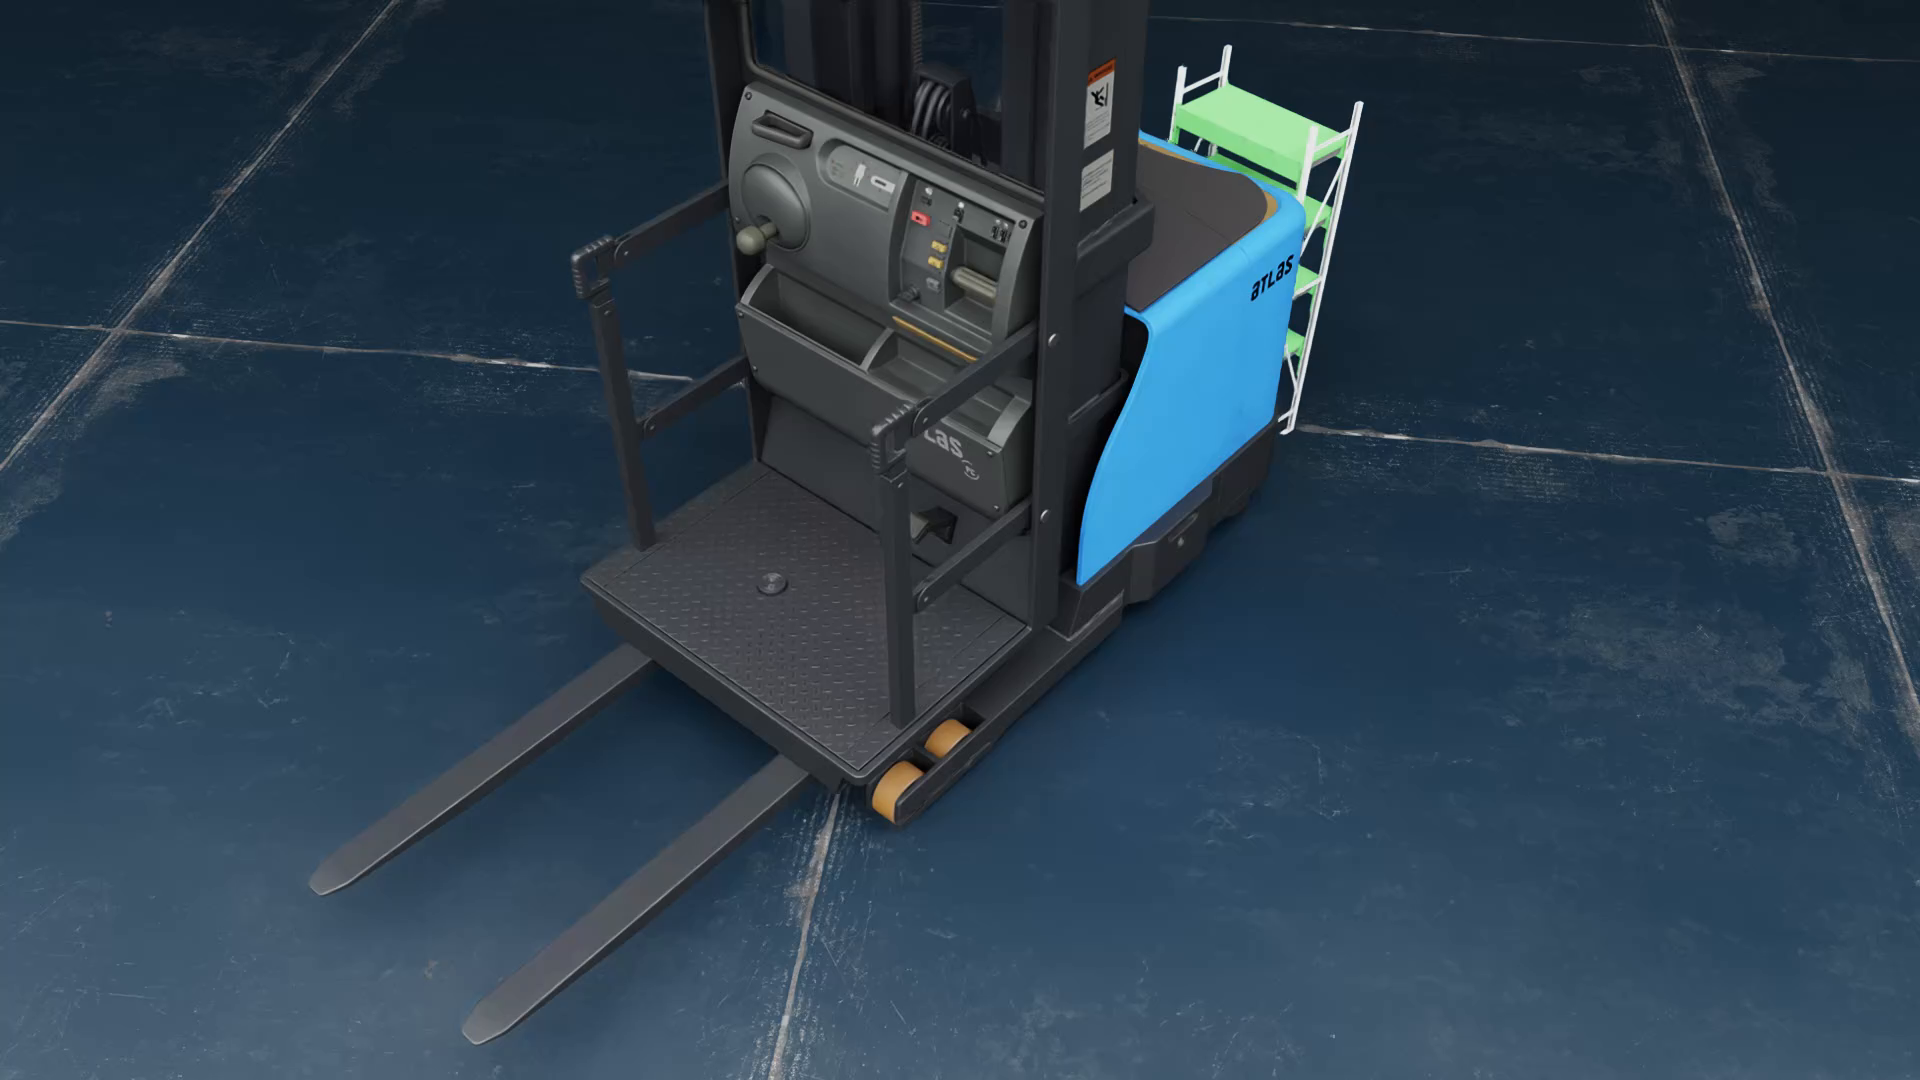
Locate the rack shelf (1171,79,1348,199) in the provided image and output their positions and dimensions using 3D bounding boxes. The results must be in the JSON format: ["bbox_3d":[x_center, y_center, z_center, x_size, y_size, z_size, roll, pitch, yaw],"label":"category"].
[{"bbox_3d":[0.909,-1.209,5.040,0.258,0.148,0.480,-32,52,-33],"label":"rack shelf"}]

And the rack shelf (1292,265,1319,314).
[{"bbox_3d":[0.891,-0.848,5.356,0.258,0.148,0.480,-32,52,-33],"label":"rack shelf"}]

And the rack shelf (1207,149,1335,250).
[{"bbox_3d":[0.900,-1.029,5.198,0.258,0.148,0.480,-32,52,-33],"label":"rack shelf"}]

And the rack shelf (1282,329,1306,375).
[{"bbox_3d":[0.882,-0.668,5.515,0.258,0.148,0.480,-32,52,-33],"label":"rack shelf"}]

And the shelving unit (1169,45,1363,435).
[{"bbox_3d":[0.893,-0.896,5.314,0.258,1.200,0.503,-32,52,-33],"label":"shelving unit"}]

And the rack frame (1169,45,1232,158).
[{"bbox_3d":[0.722,-1.016,5.440,0.240,1.200,0.015,-32,52,-33],"label":"rack frame"}]

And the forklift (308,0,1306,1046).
[{"bbox_3d":[-0.345,-0.703,3.861,1.130,2.935,3.031,31,51,28],"label":"forklift"}]

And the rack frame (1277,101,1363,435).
[{"bbox_3d":[1.064,-0.777,5.188,0.240,1.200,0.015,-32,52,-33],"label":"rack frame"}]
